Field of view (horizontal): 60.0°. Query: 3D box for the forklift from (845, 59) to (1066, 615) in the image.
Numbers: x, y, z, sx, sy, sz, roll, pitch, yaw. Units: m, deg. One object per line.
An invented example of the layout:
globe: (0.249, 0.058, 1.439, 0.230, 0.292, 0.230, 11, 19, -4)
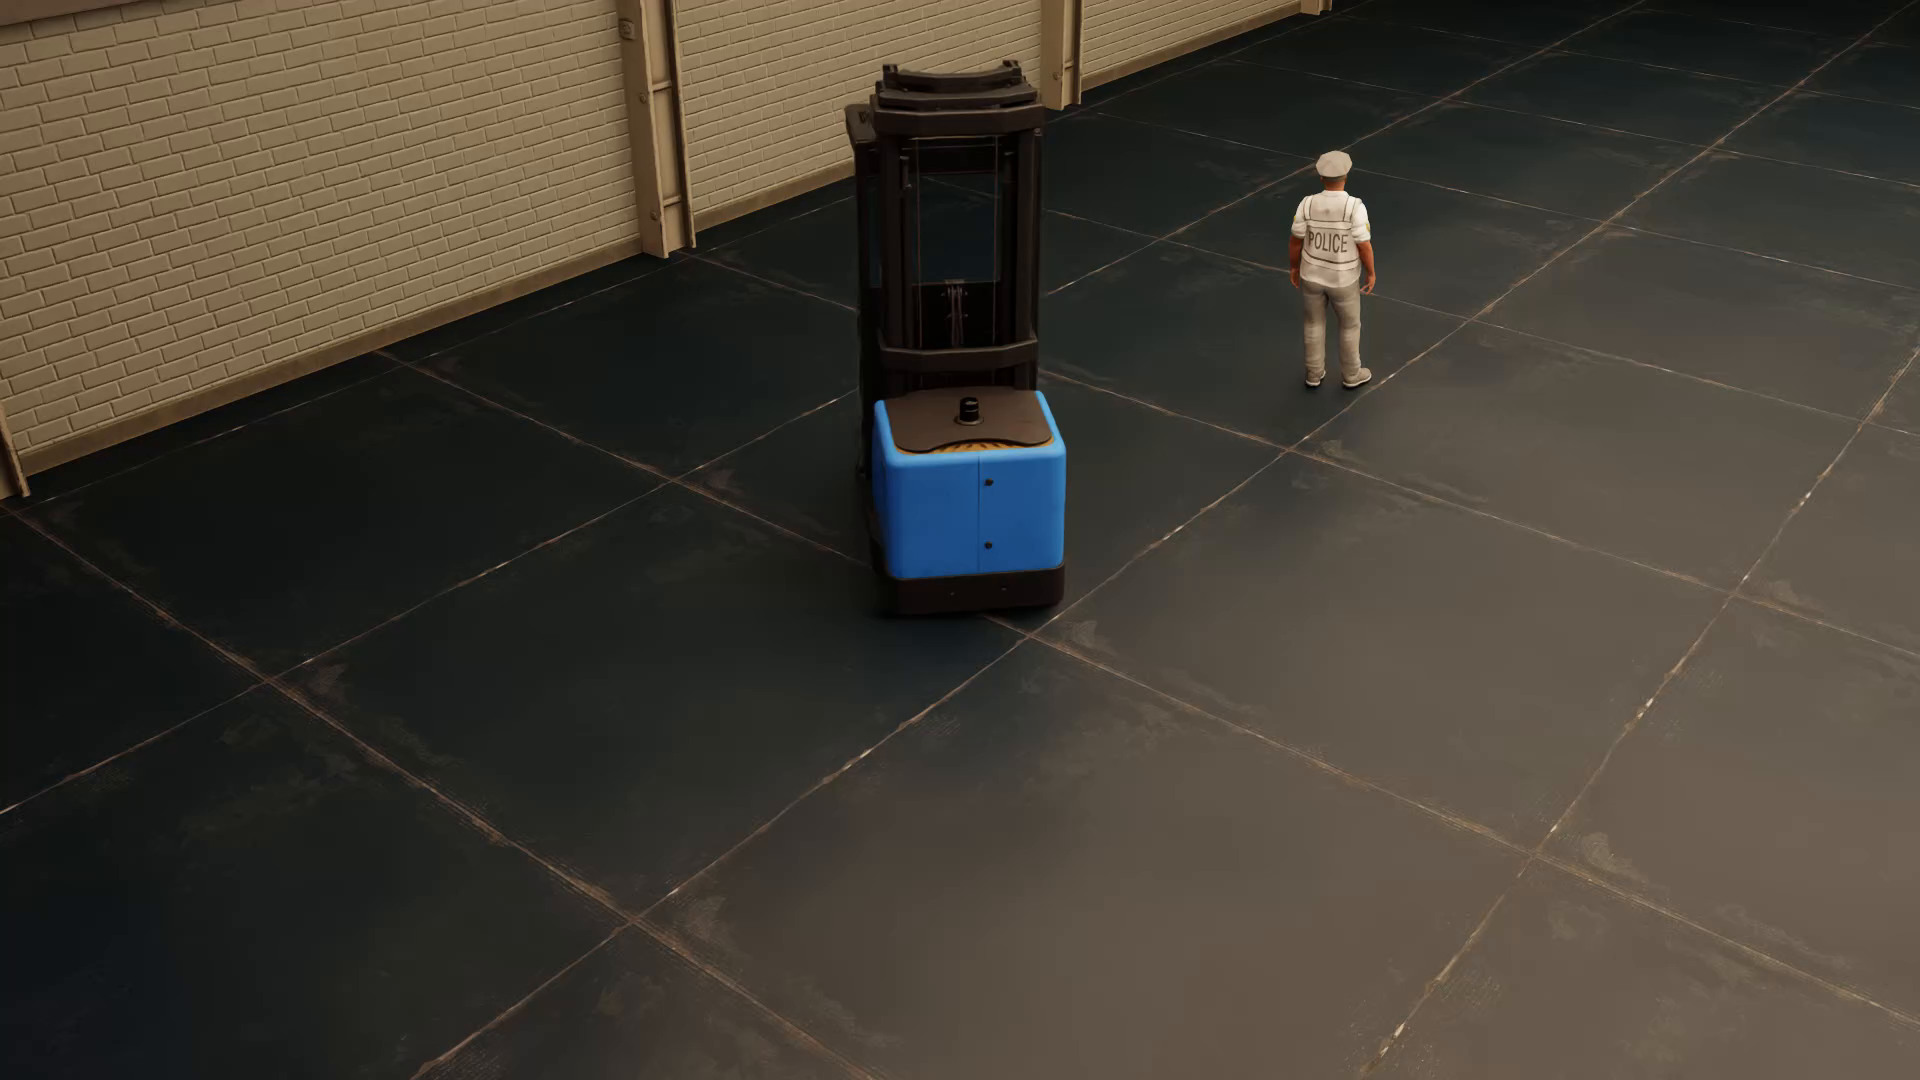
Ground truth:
forklift: (-0.102, -1.555, 10.256, 1.130, 2.935, 3.031, -4, 31, -7)

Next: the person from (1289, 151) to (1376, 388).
person: (2.721, -1.963, 12.079, 0.640, 1.781, 0.576, 15, 33, 24)
